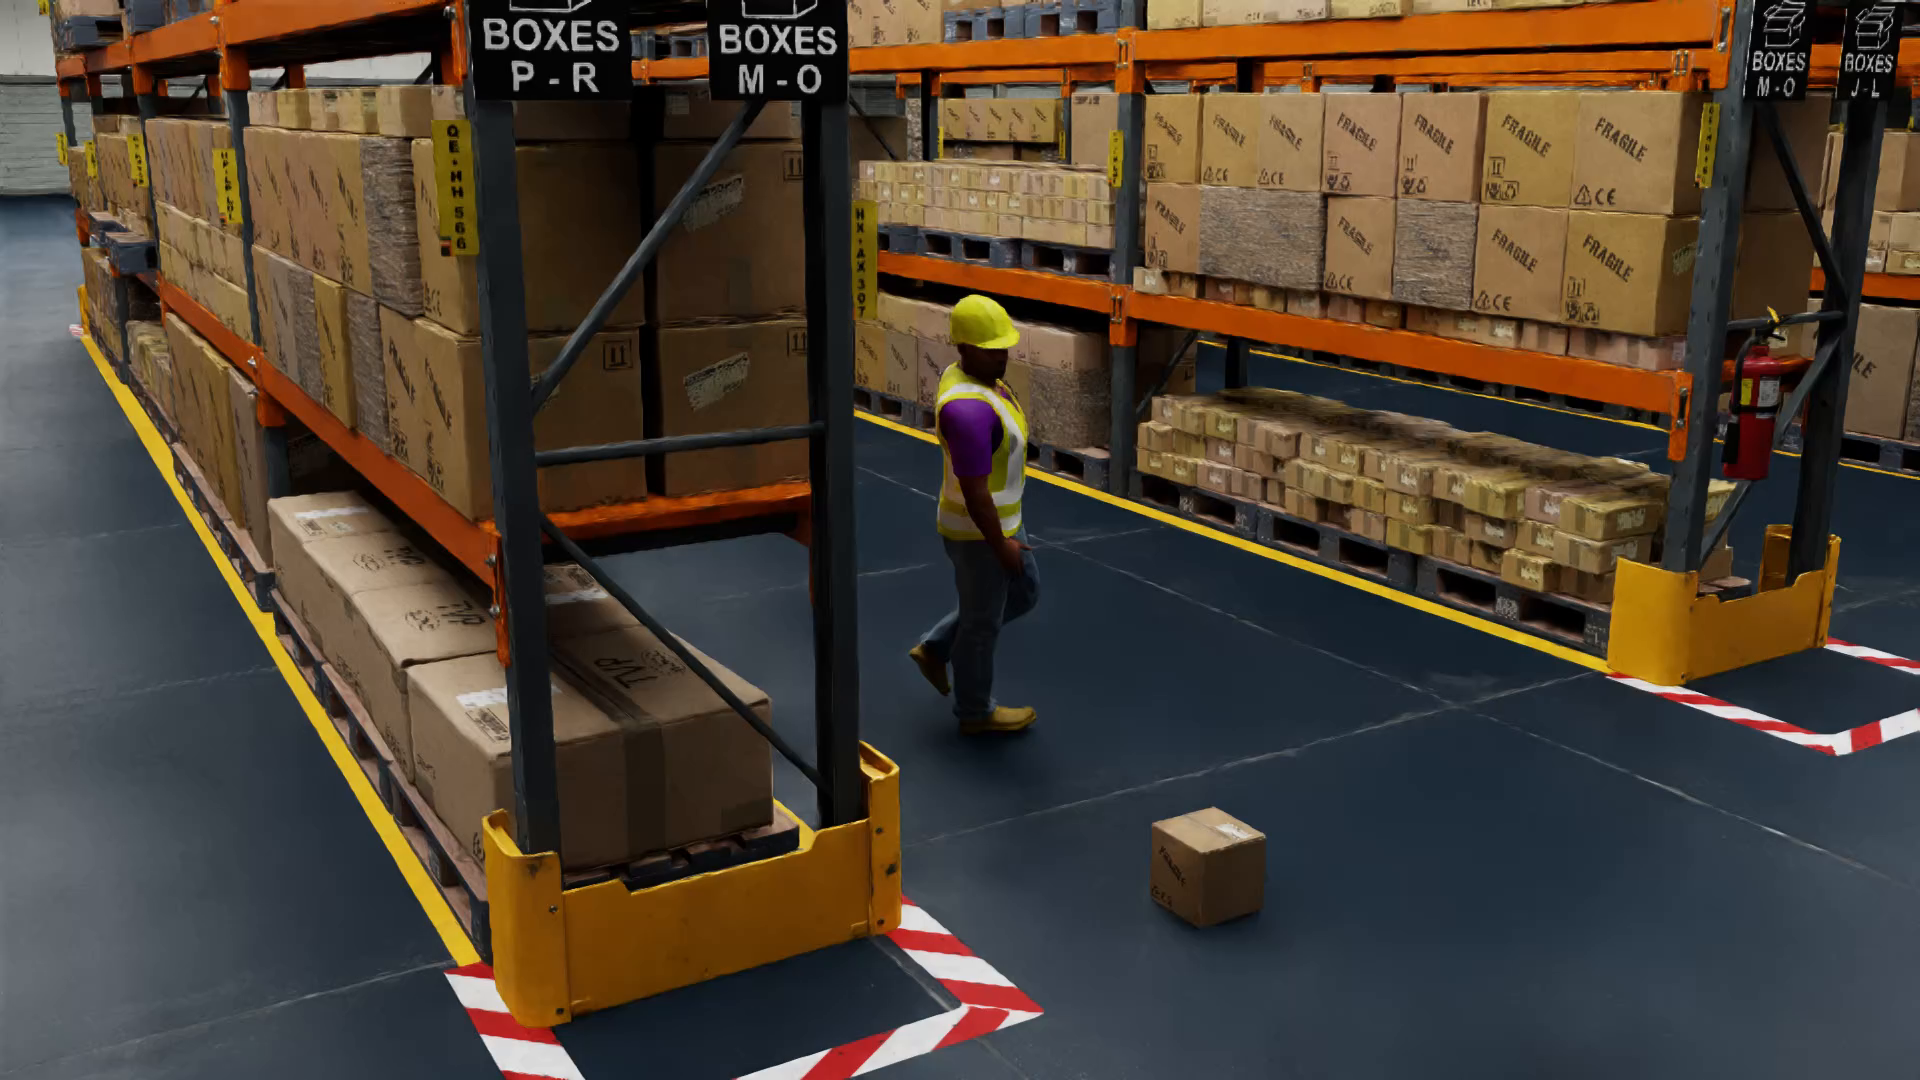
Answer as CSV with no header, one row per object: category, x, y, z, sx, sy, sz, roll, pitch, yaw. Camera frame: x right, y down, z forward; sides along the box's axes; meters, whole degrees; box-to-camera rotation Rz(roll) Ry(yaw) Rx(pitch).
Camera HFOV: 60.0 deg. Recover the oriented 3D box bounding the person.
person,0.057,-0.061,6.218,0.513,1.745,0.704,0,15,-1
